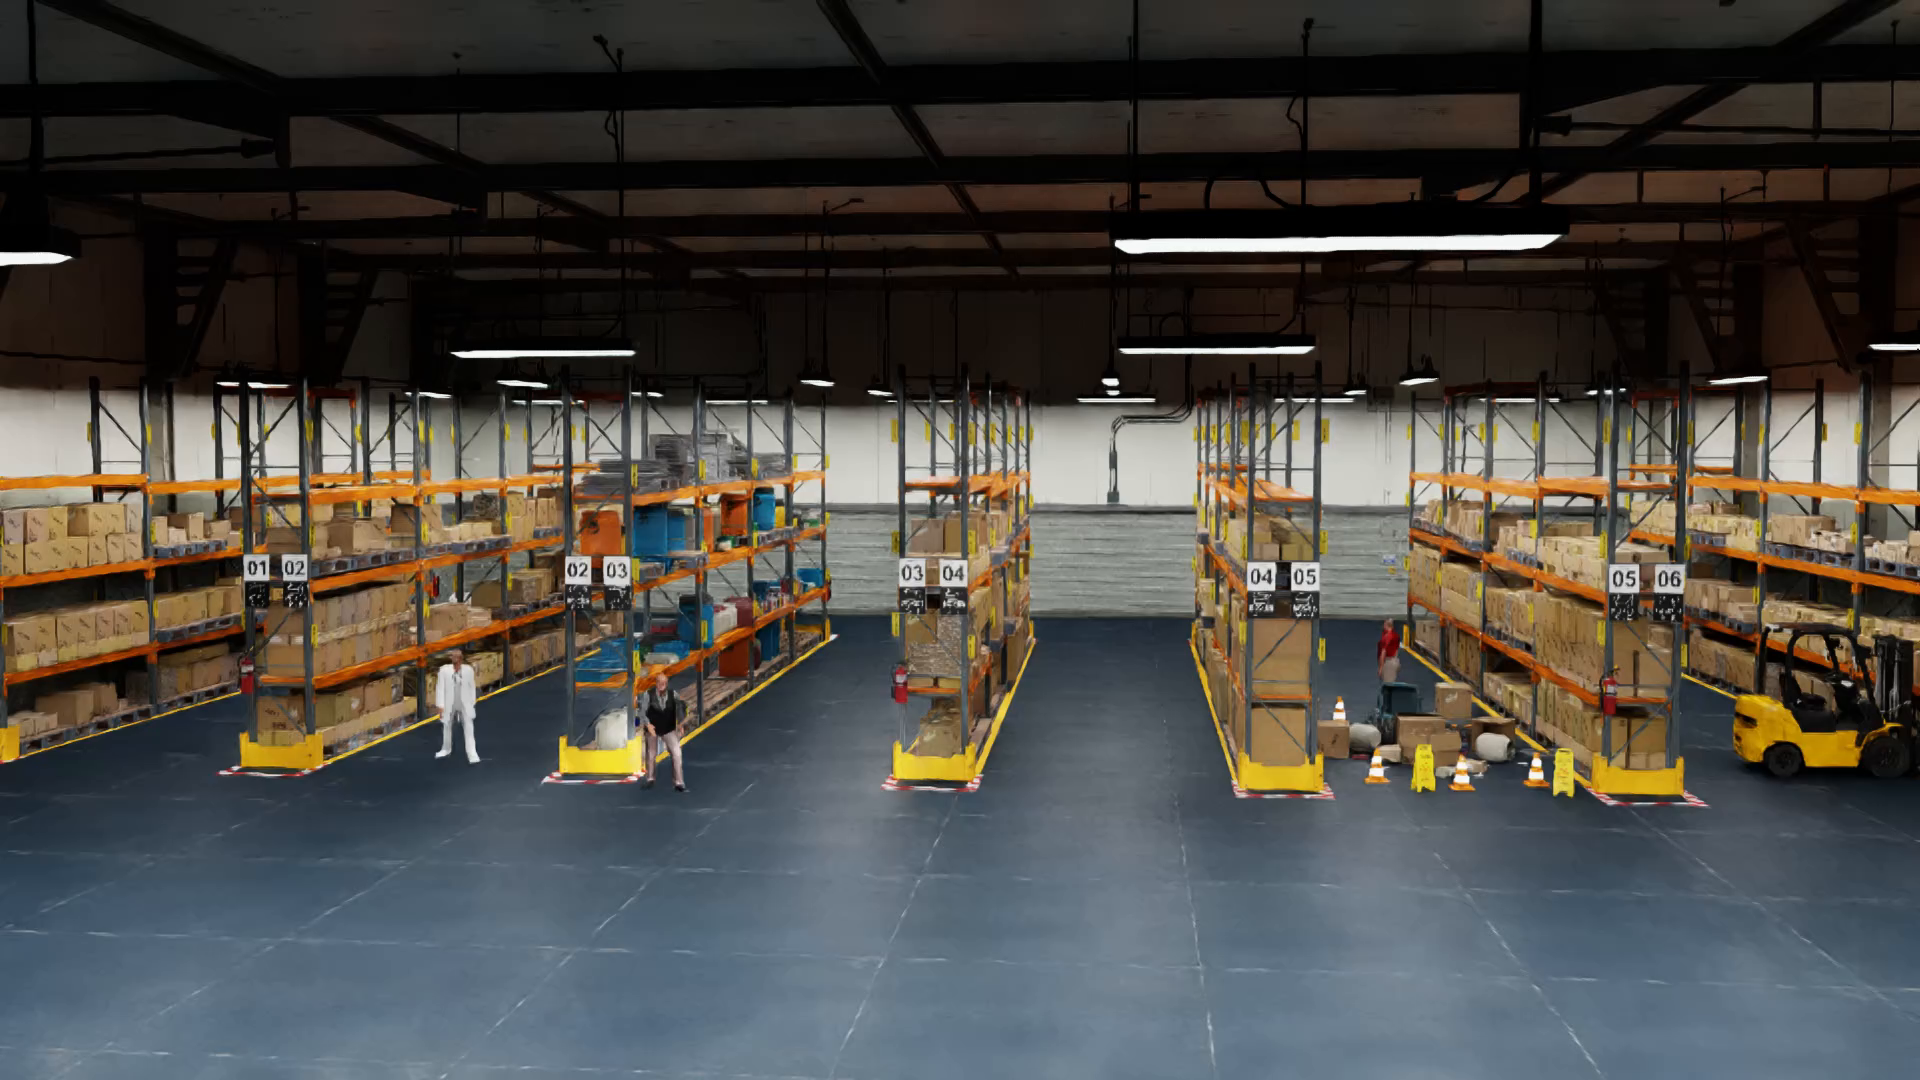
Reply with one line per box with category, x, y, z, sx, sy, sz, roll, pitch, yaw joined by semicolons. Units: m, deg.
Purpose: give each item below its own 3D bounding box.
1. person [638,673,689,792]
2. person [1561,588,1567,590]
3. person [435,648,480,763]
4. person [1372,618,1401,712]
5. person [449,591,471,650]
person;-4.167;2.673;23.238;0.676;1.666;0.780;-1;4;-15
person;15.488;1.492;42.569;0.530;1.573;0.457;-3;5;-36
person;-7.660;2.507;25.260;0.621;1.749;1.012;-1;4;-20
person;7.575;2.237;29.500;0.562;1.726;0.623;3;4;35
person;-11.188;1.757;37.245;0.577;1.691;1.121;0;4;8
